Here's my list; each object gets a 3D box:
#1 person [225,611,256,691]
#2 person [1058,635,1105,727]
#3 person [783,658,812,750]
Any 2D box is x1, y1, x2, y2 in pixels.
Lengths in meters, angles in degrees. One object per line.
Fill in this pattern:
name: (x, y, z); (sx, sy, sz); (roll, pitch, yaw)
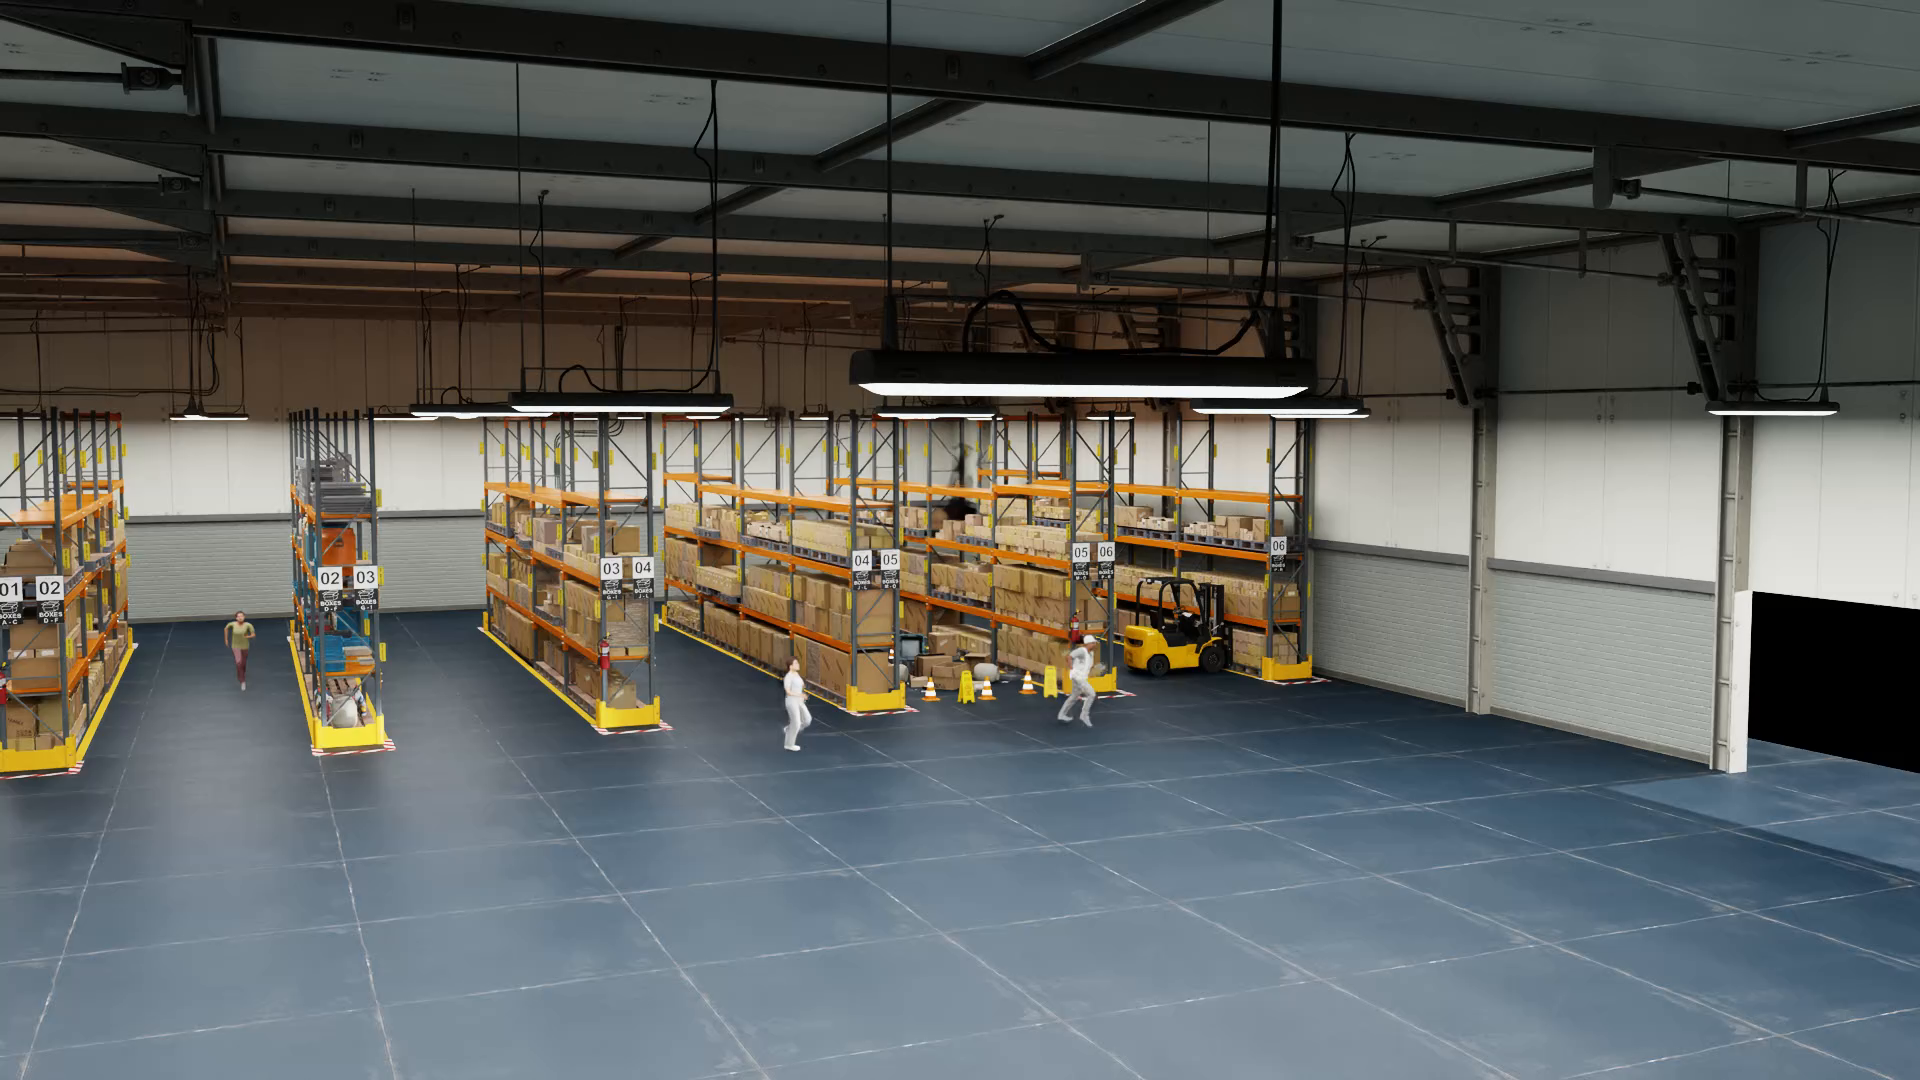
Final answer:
person: (-15.575, 2.374, 36.012); (0.599, 1.702, 0.918); (-2, 4, -26)
person: (2.266, 2.665, 31.543); (0.914, 1.756, 0.718); (2, 4, 22)
person: (-2.878, 2.868, 29.154); (0.556, 1.631, 0.558); (1, 4, 20)
